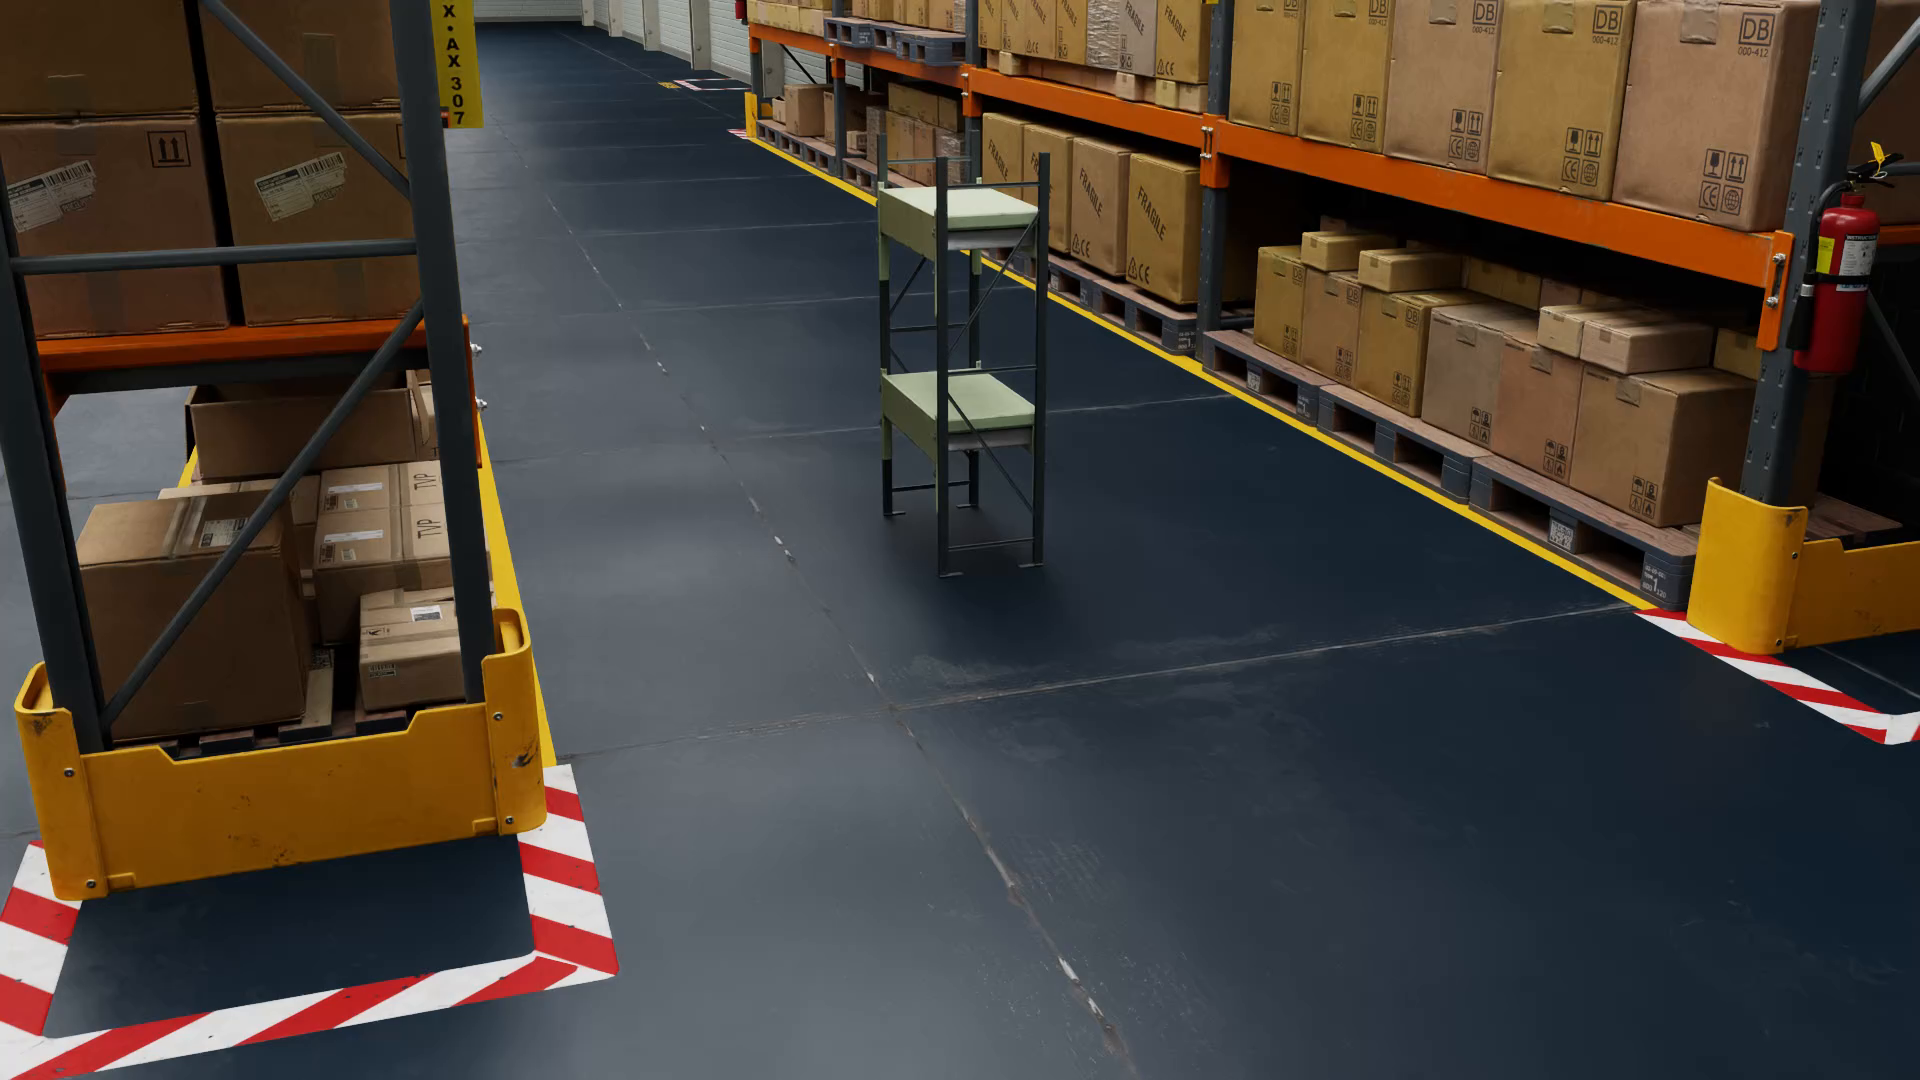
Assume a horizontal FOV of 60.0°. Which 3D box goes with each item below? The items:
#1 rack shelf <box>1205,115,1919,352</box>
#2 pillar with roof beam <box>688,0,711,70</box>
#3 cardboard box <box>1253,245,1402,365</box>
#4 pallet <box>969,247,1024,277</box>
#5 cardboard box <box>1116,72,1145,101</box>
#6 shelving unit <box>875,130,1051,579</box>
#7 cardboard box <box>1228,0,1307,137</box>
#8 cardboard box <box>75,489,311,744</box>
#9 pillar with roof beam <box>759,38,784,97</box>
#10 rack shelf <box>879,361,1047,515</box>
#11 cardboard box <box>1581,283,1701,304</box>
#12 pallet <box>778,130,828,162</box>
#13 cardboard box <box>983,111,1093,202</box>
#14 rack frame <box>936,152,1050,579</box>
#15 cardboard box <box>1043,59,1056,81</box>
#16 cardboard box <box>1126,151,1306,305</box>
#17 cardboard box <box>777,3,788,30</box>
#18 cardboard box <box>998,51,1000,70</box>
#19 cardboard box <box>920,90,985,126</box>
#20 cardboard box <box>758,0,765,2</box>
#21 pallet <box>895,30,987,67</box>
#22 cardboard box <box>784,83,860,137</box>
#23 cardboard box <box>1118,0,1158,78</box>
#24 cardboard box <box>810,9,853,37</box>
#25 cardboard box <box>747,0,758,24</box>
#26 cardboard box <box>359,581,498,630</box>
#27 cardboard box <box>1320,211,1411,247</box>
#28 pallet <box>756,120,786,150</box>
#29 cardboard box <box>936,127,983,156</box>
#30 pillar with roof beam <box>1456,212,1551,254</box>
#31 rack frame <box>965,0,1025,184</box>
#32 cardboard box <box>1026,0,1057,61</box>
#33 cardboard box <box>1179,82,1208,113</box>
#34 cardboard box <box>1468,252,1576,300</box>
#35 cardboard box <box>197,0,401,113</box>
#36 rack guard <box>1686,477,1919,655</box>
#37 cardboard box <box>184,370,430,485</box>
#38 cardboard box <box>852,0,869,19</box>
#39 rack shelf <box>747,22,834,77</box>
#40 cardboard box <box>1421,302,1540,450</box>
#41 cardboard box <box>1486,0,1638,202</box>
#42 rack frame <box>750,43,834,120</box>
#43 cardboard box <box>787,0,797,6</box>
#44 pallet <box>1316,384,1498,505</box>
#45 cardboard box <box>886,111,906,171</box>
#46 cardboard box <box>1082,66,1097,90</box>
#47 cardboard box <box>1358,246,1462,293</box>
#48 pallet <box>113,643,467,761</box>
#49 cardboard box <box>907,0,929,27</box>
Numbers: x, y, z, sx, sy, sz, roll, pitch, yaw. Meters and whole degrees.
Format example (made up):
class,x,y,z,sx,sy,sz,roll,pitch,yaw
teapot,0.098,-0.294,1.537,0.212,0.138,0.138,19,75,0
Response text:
class,x,y,z,sx,sy,sz,roll,pitch,yaw
rack shelf,2.418,-1.461,7.110,1.077,0.370,4.000,-6,21,-17
pillar with roof beam,-8.800,-12.376,27.560,9.100,9.000,0.400,-6,21,-17
cardboard box,1.927,-1.211,8.428,0.700,0.500,0.500,-6,21,-17
pallet,0.708,-2.151,12.094,1.003,0.211,1.213,-6,21,-17
cardboard box,1.135,-2.656,9.714,0.380,0.149,0.250,-6,21,-17
shelving unit,-0.002,-0.708,6.169,0.431,1.500,0.755,-6,21,-17
cardboard box,1.944,-2.406,8.235,0.980,0.700,0.700,-6,21,-16
cardboard box,-2.060,0.191,4.494,0.500,0.500,0.500,-6,21,-17
pillar with roof beam,-6.914,-10.451,22.200,9.100,9.000,0.400,-6,21,-17
rack shelf,-0.002,-0.401,6.279,0.431,0.370,0.720,-6,21,-17
cardboard box,2.723,-0.922,6.663,0.380,0.149,0.250,-6,21,-17
pallet,-1.357,-4.300,18.075,1.003,0.211,1.213,-6,21,-17
cardboard box,0.639,-2.661,11.945,0.750,0.750,0.750,-7,21,-18
rack frame,0.113,-0.591,5.842,0.400,1.500,0.023,-6,21,-17
cardboard box,0.776,-3.159,11.118,0.380,0.149,0.250,-6,21,-16
cardboard box,1.462,-1.822,9.610,0.750,0.750,0.750,-6,21,-17
cardboard box,-1.642,-5.549,17.619,0.500,0.250,0.500,-6,21,-17
cardboard box,0.487,-3.404,11.798,0.380,0.149,0.250,-6,21,-16
cardboard box,-0.030,-3.688,14.184,0.500,0.250,0.500,-6,21,-17
cardboard box,-1.972,-6.239,18.432,0.500,0.500,0.500,-6,21,-17
pallet,0.207,-3.852,12.986,1.213,0.211,1.003,-6,21,-17
cardboard box,-1.488,-4.667,18.020,0.700,0.500,0.500,-8,21,-21
cardboard box,1.235,-2.921,9.495,0.500,0.500,0.500,-6,21,-17
cardboard box,-1.162,-5.067,16.278,0.500,0.250,0.500,-6,21,-17
cardboard box,-2.130,-6.040,18.988,0.500,0.250,0.500,-7,21,-19
cardboard box,-1.539,0.245,4.836,0.380,0.166,0.250,-6,21,-17
cardboard box,2.070,-1.584,8.507,0.380,0.149,0.250,-7,21,-18
pallet,-1.737,-4.691,19.164,1.003,0.211,1.213,-6,21,-17
cardboard box,0.205,-3.158,13.819,0.700,0.500,0.500,-6,21,-17
pillar with roof beam,-1.256,-4.674,6.118,9.100,9.000,0.400,-6,21,-17
rack frame,0.532,-3.725,12.349,1.000,3.000,0.127,-6,21,-17
cardboard box,0.753,-3.410,10.854,0.500,0.500,0.500,-6,21,-17
cardboard box,1.414,-2.411,9.032,0.380,0.149,0.250,-6,21,-17
cardboard box,2.482,-1.167,7.345,0.380,0.149,0.250,-7,21,-18
cardboard box,-1.544,-1.318,4.021,0.500,0.500,0.500,-6,21,-16
rack guard,3.054,0.027,5.602,1.175,0.500,0.348,-6,21,-17
cardboard box,-2.317,-0.343,5.977,0.797,0.503,0.637,-6,21,-17
cardboard box,-0.597,-5.095,15.367,0.700,0.500,0.500,-6,21,-17
rack shelf,-1.354,-5.311,17.831,1.077,0.370,4.000,-6,21,-17
cardboard box,2.416,-0.714,7.045,0.700,0.500,0.500,-7,21,-19
cardboard box,2.638,-1.693,6.250,0.980,0.700,0.700,-7,21,-18
rack frame,-1.982,-6.292,19.496,1.000,3.000,0.127,-6,21,-17
cardboard box,-1.478,-5.741,17.046,0.500,0.500,0.500,-7,21,-19
pallet,2.341,-0.484,7.452,1.003,0.211,1.213,-6,21,-17
cardboard box,-0.268,-3.644,15.171,0.700,0.500,0.500,-7,21,-18
cardboard box,0.984,-2.909,10.421,0.380,0.149,0.250,-6,21,-15
cardboard box,2.026,-1.220,7.492,0.380,0.149,0.250,-7,21,-19
pallet,-1.930,0.403,4.984,1.003,0.211,1.213,-6,21,-17
cardboard box,-0.038,-4.526,13.781,0.700,0.500,0.500,-6,21,-17
